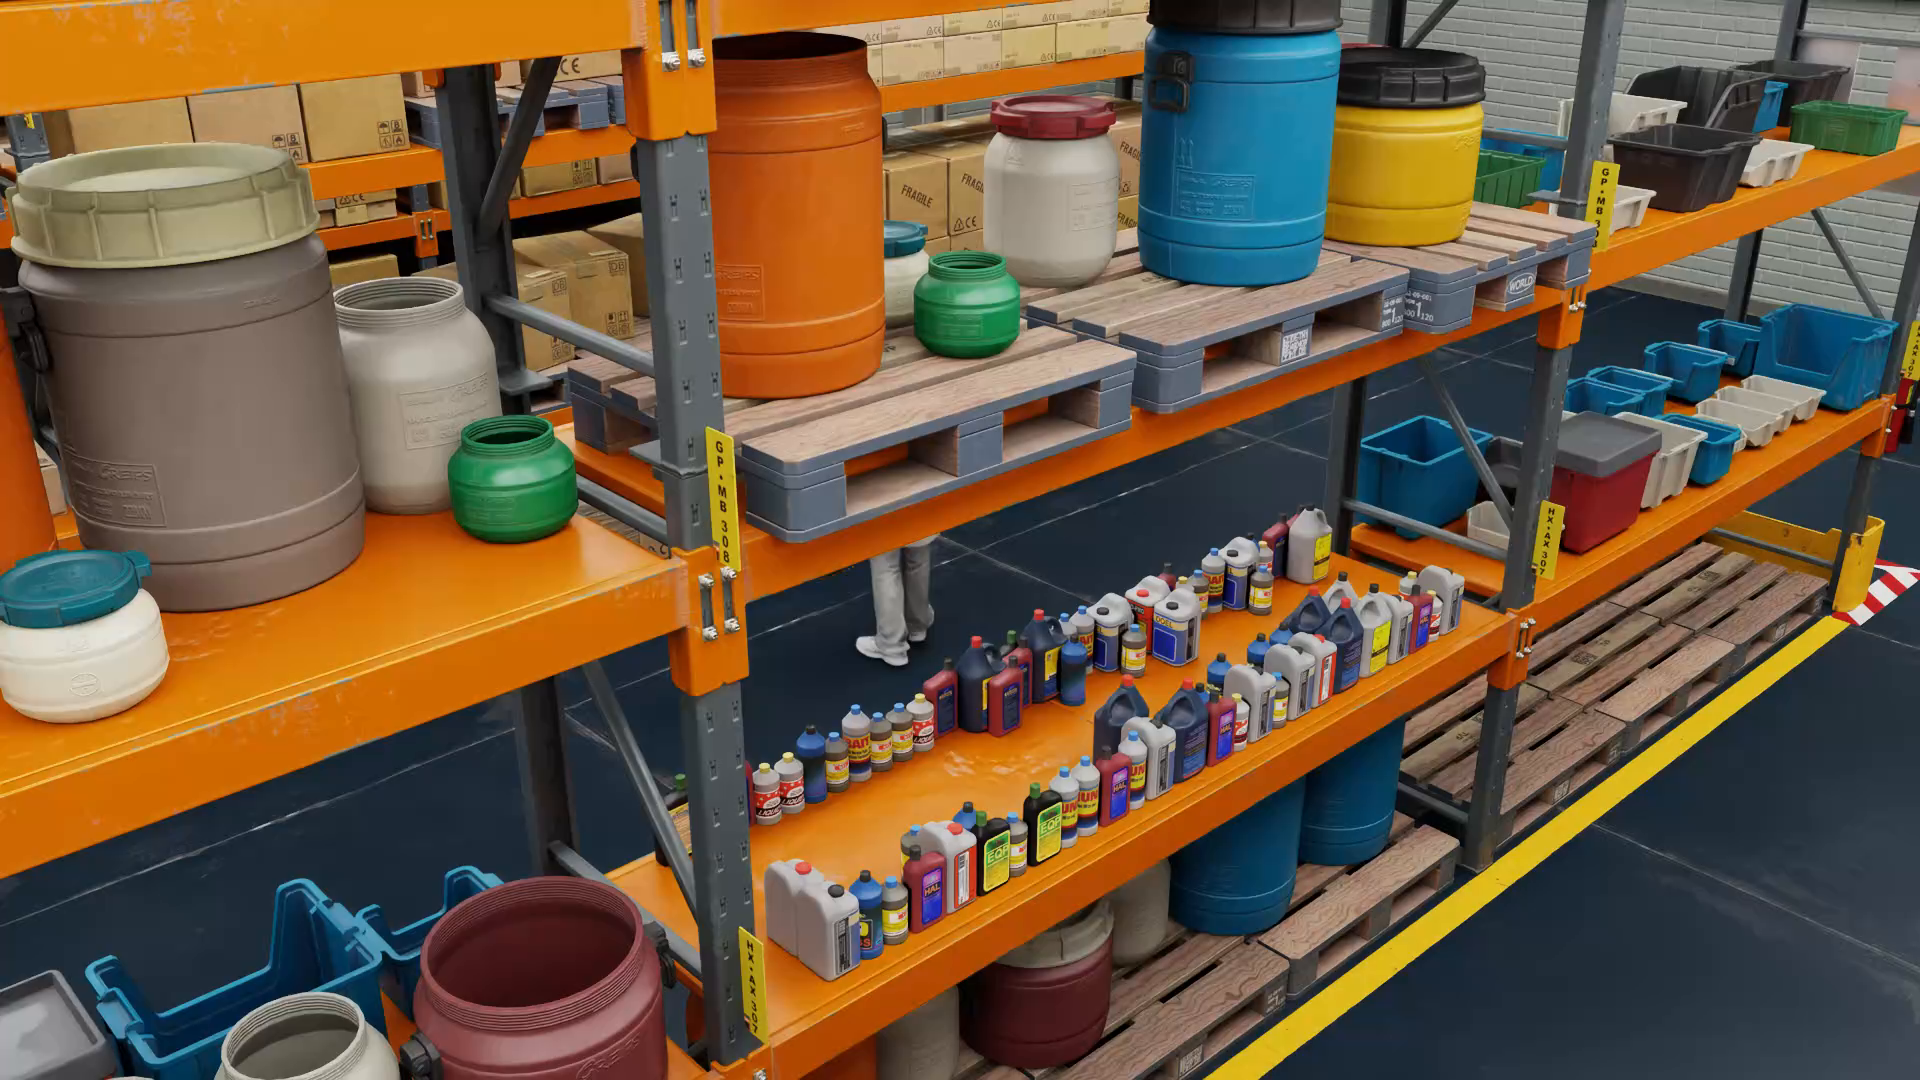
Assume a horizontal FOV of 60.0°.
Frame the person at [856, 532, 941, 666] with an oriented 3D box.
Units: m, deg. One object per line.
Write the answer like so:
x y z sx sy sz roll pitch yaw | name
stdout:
-0.328 -0.229 9.124 0.658 1.776 0.665 -4 24 -10 | person
